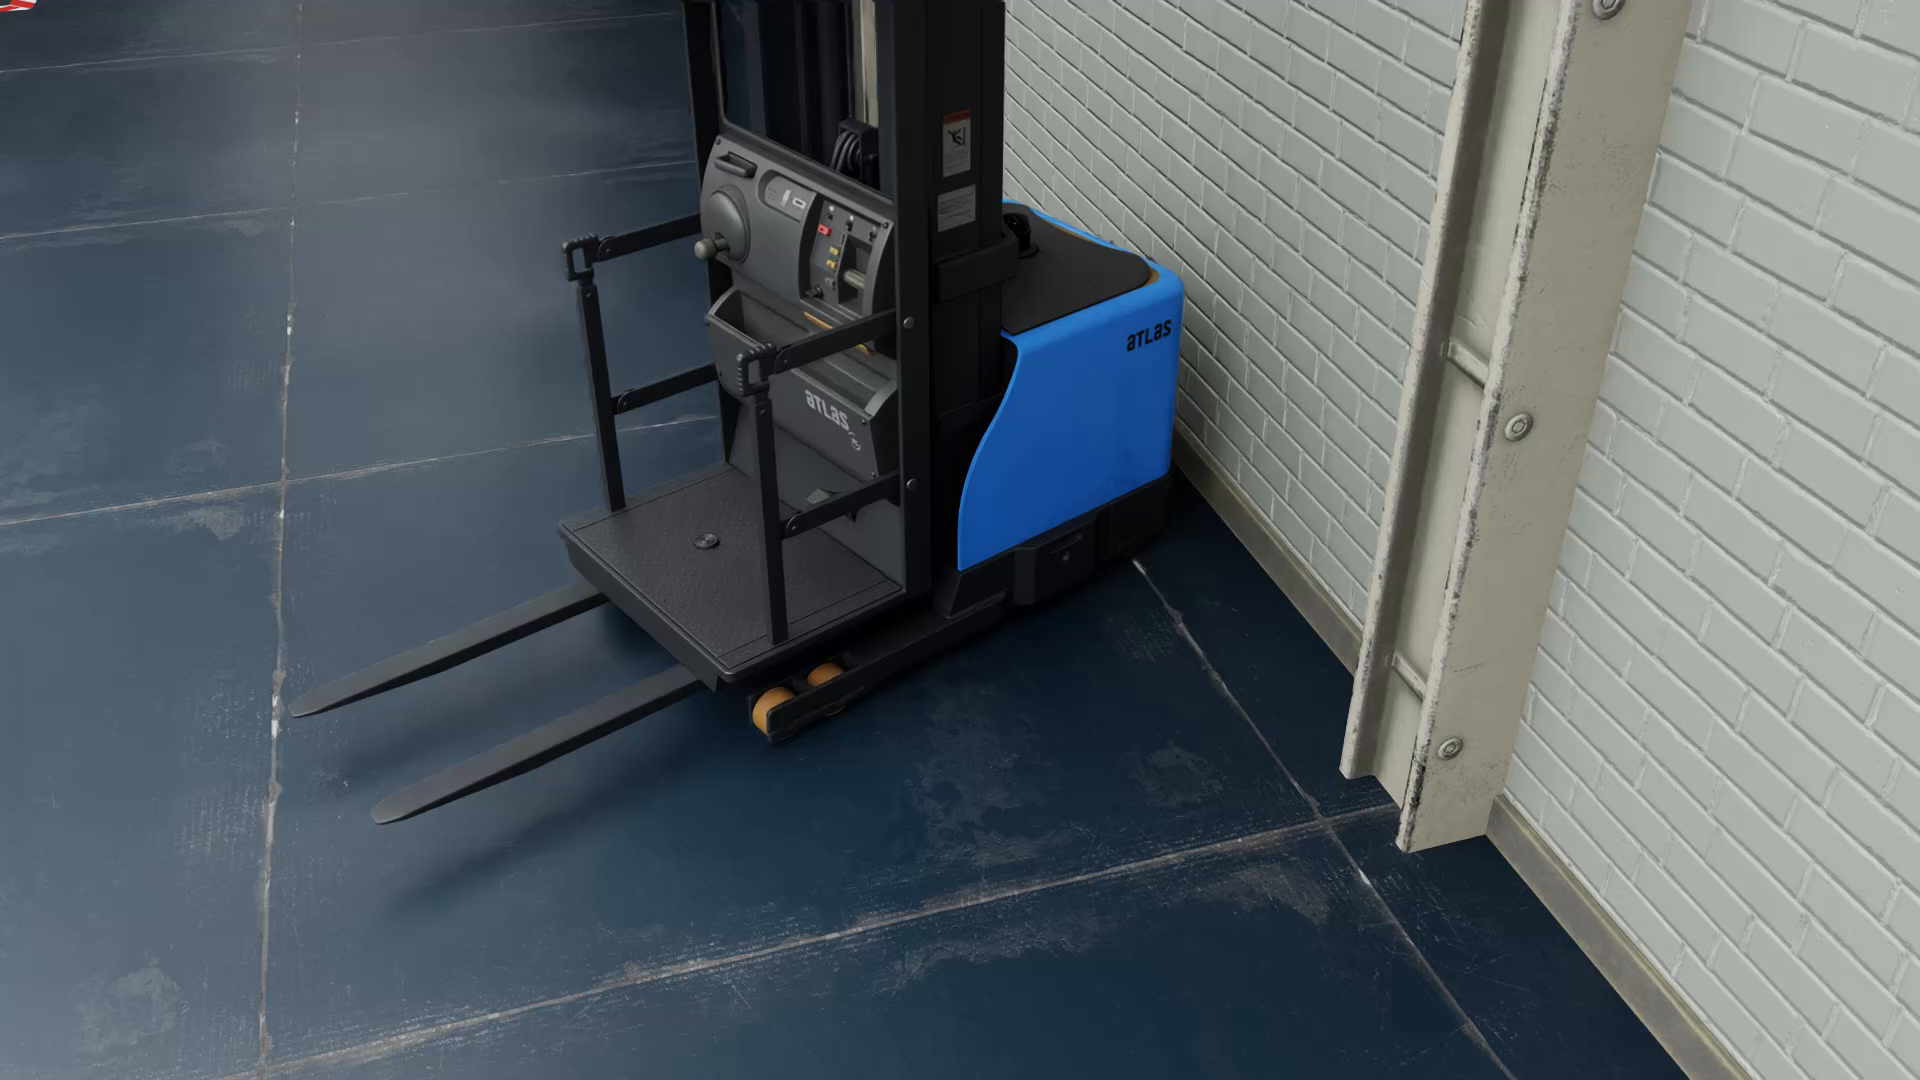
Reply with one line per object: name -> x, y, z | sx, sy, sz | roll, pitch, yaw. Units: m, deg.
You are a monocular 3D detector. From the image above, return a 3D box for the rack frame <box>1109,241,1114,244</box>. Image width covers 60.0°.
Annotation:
rack frame -> 0.494, -0.724, 6.529 | 0.240, 0.900, 0.006 | -25, 41, -33

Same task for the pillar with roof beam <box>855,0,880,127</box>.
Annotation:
pillar with roof beam -> -4.545, -5.394, 6.250 | 9.100, 9.000, 0.400 | -10, 35, -15

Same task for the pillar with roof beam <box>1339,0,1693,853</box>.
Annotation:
pillar with roof beam -> -2.715, -2.243, 1.482 | 9.100, 9.000, 0.400 | -10, 35, -15

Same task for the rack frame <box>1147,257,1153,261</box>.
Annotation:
rack frame -> 0.627, -0.639, 6.400 | 0.240, 0.900, 0.006 | -25, 41, -33

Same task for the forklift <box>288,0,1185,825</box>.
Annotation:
forklift -> -0.673, -0.916, 4.978 | 3.031, 2.935, 1.130 | -25, 41, -32

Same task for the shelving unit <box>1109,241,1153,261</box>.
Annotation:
shelving unit -> 0.561, -0.681, 6.465 | 0.258, 0.900, 0.210 | -25, 41, -33
